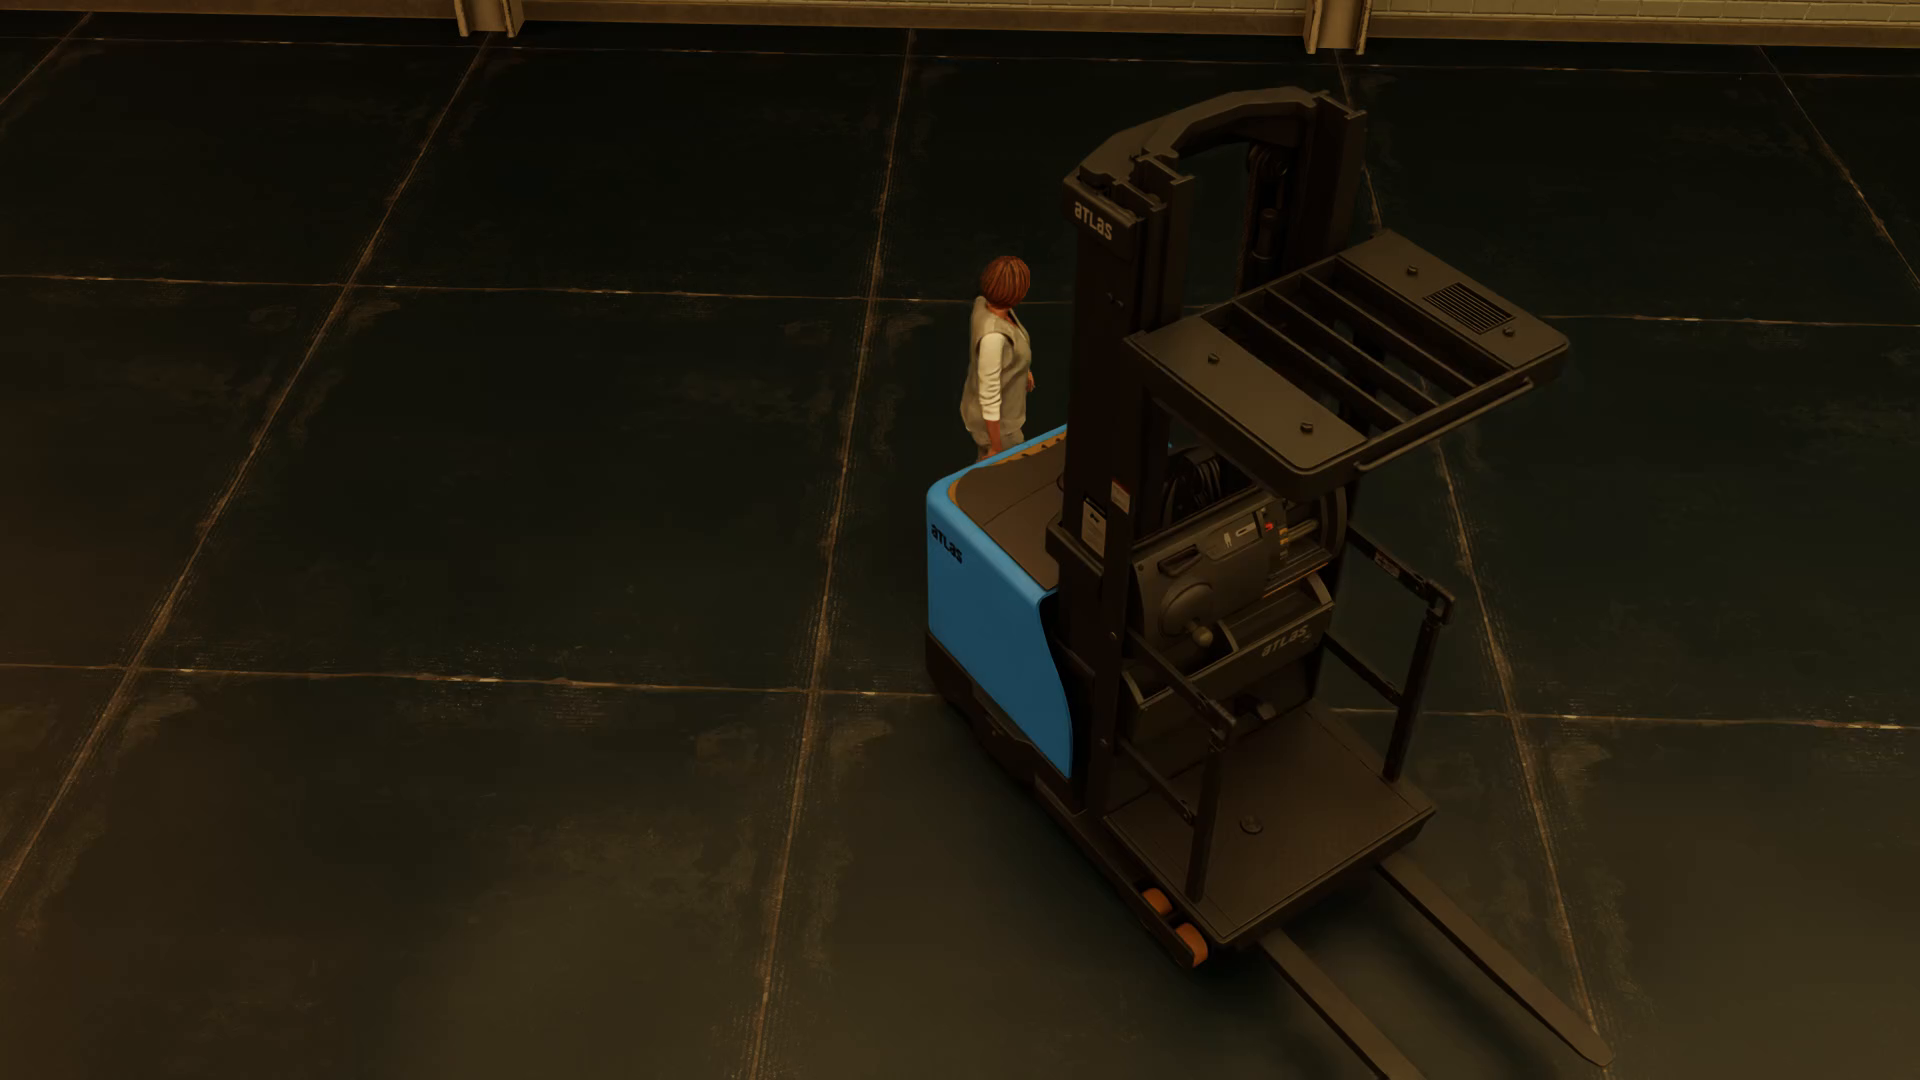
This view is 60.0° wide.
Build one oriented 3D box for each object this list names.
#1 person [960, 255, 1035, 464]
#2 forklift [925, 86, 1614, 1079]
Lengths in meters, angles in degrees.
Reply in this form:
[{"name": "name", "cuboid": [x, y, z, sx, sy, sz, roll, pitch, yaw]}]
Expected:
[{"name": "person", "cuboid": [0.241, -0.563, 7.371, 0.648, 1.574, 0.579, -3, 43, -4]}, {"name": "forklift", "cuboid": [1.096, 0.131, 5.599, 1.130, 2.935, 3.031, -25, 48, -25]}]
